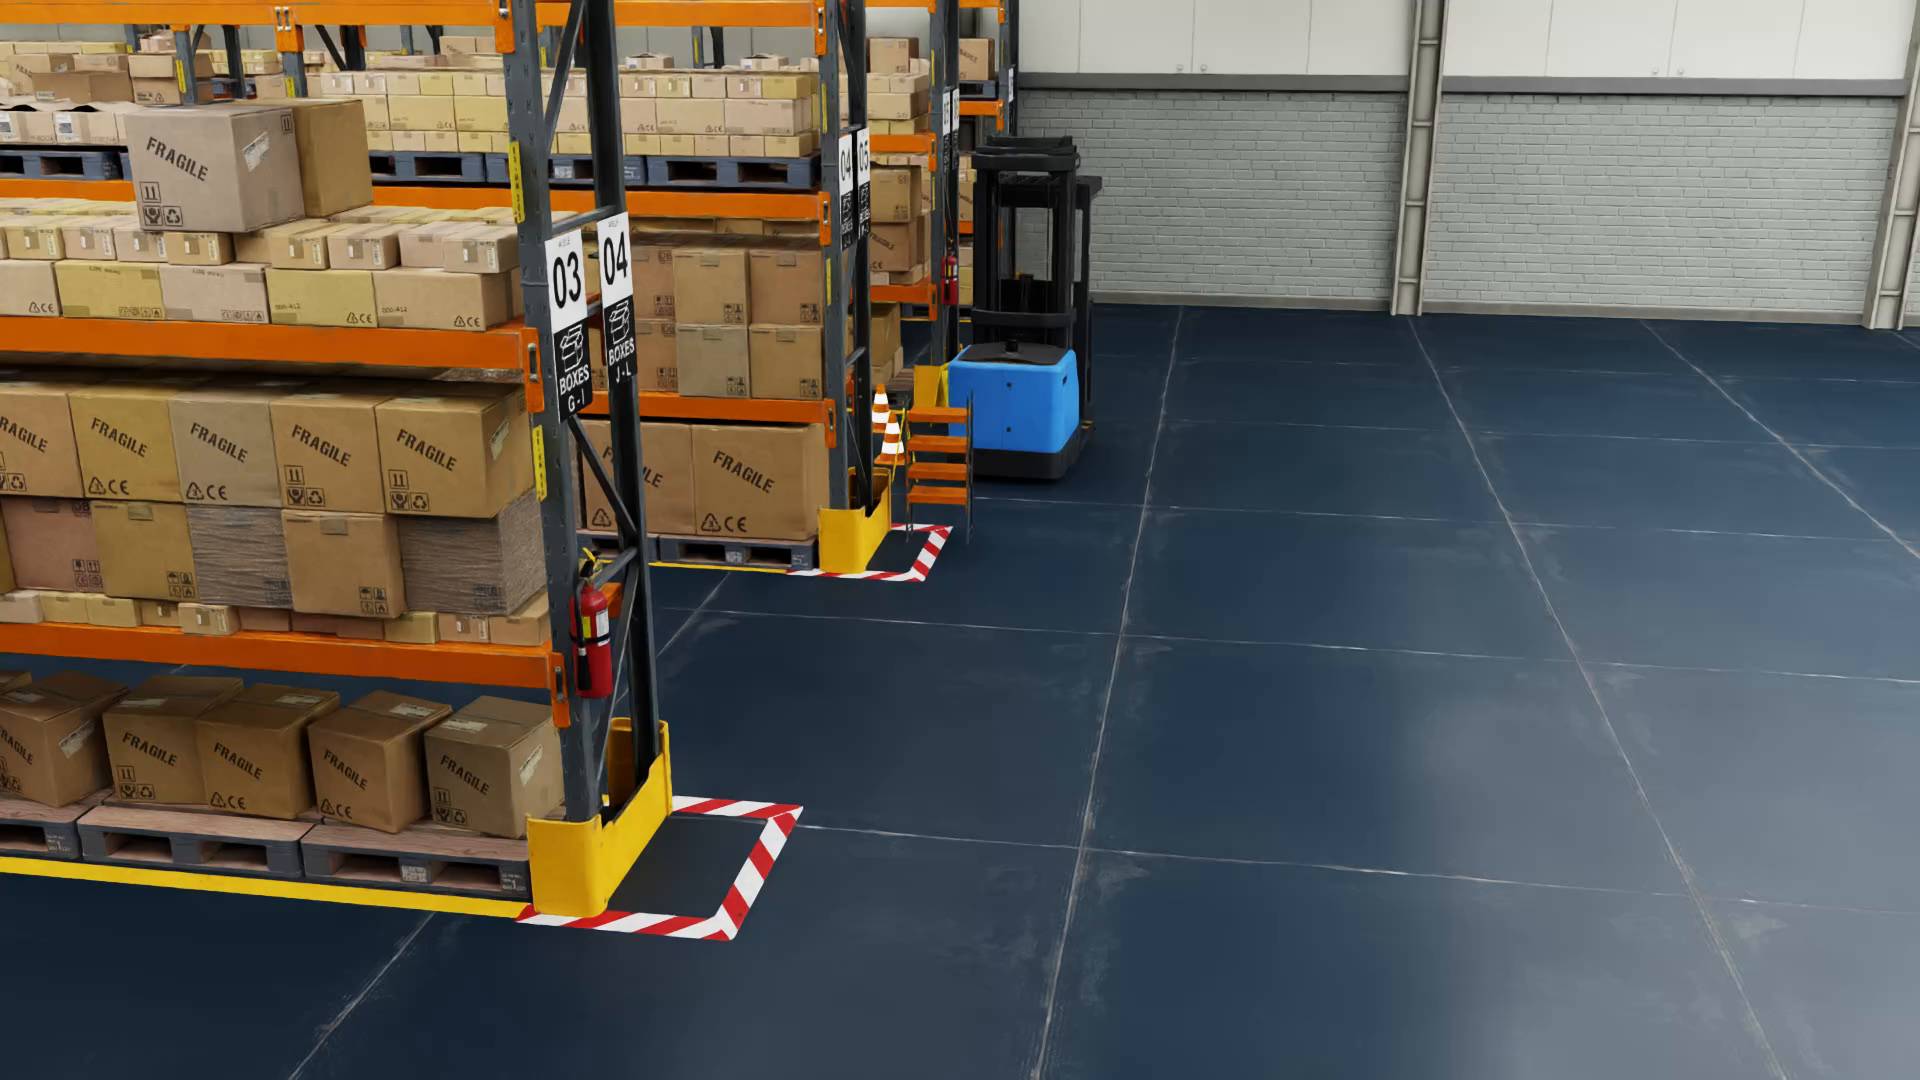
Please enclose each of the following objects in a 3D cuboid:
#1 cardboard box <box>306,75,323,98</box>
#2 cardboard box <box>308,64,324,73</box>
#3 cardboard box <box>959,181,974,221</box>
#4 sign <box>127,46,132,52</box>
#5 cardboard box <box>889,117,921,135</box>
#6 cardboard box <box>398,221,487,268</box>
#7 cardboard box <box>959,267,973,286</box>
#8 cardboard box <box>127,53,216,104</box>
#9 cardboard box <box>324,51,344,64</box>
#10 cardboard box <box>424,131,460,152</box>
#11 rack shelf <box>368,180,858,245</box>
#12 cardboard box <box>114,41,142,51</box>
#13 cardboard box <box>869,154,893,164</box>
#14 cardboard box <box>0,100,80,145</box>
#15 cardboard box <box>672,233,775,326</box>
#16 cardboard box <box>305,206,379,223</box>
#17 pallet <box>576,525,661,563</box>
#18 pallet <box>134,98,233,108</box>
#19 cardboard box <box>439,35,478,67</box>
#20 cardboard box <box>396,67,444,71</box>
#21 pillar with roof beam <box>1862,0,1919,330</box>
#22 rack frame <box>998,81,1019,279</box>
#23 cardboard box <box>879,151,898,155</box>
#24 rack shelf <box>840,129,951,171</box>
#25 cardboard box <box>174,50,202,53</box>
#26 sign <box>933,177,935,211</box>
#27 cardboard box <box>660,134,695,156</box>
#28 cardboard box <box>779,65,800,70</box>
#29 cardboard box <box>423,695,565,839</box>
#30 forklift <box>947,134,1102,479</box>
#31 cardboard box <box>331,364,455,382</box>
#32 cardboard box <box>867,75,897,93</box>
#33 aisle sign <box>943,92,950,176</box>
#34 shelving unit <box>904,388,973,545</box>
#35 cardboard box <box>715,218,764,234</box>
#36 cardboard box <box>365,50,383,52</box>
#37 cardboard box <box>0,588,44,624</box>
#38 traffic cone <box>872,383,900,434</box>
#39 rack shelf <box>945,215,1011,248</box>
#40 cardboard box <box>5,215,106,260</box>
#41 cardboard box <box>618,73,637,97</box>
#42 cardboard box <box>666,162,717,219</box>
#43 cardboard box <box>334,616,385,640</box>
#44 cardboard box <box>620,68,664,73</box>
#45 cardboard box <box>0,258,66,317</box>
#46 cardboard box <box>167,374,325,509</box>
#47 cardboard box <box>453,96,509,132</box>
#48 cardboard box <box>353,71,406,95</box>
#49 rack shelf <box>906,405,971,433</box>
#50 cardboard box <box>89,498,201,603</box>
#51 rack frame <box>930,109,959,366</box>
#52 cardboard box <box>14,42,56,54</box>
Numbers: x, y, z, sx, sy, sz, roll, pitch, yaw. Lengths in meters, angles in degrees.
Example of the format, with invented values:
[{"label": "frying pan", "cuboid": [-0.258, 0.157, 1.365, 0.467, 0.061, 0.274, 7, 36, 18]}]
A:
[{"label": "cardboard box", "cuboid": [-6.540, -4.718, 17.785, 0.637, 0.503, 0.797, 3, 19, 9]}, {"label": "cardboard box", "cuboid": [-8.654, -6.420, 22.642, 0.250, 0.149, 0.380, 3, 19, 9]}, {"label": "cardboard box", "cuboid": [0.104, -4.457, 21.737, 0.500, 0.500, 0.500, 3, 19, 7]}, {"label": "sign", "cuboid": [-11.295, -6.568, 22.663, 0.005, 0.325, 0.100, 3, 19, 9]}, {"label": "cardboard box", "cuboid": [-0.549, -4.145, 16.633, 0.250, 0.149, 0.380, 3, 19, 9]}, {"label": "cardboard box", "cuboid": [-2.286, -1.313, 7.381, 0.250, 0.149, 0.380, 2, 19, 7]}, {"label": "cardboard box", "cuboid": [0.101, -3.525, 21.996, 0.500, 0.250, 0.500, 3, 19, 8]}, {"label": "cardboard box", "cuboid": [-8.447, -4.956, 17.837, 0.637, 0.503, 0.797, 2, 19, 5]}, {"label": "cardboard box", "cuboid": [-8.412, -6.545, 22.549, 0.250, 0.149, 0.380, 3, 19, 8]}, {"label": "cardboard box", "cuboid": [-3.732, -2.944, 12.223, 0.250, 0.149, 0.380, 3, 19, 8]}, {"label": "rack shelf", "cuboid": [-2.812, -2.538, 12.566, 4.000, 0.370, 1.077, 3, 19, 9]}, {"label": "cardboard box", "cuboid": [-11.660, -6.914, 23.492, 0.500, 0.250, 0.500, 3, 19, 8]}, {"label": "cardboard box", "cuboid": [-1.032, -4.948, 21.714, 0.250, 0.149, 0.380, 3, 19, 10]}, {"label": "cardboard box", "cuboid": [-7.055, -3.229, 12.819, 0.500, 0.311, 0.500, 3, 19, 8]}, {"label": "cardboard box", "cuboid": [-1.755, -1.968, 12.520, 0.550, 0.550, 0.875, 3, 19, 9]}, {"label": "cardboard box", "cuboid": [-2.966, -1.500, 7.941, 0.250, 0.149, 0.380, 3, 19, 9]}, {"label": "pallet", "cuboid": [-2.841, -0.111, 13.302, 1.213, 0.211, 1.003, 3, 19, 9]}, {"label": "pallet", "cuboid": [-8.695, -4.663, 18.082, 1.003, 0.211, 1.213, 4, 19, 11]}, {"label": "cardboard box", "cuboid": [-6.591, -6.473, 22.217, 0.500, 0.500, 0.500, 3, 19, 9]}, {"label": "cardboard box", "cuboid": [-4.126, -3.554, 12.789, 0.250, 0.149, 0.380, 3, 19, 8]}, {"label": "pillar with roof beam", "cuboid": [11.252, -5.676, 16.086, 0.400, 9.000, 9.100, 3, 19, 9]}, {"label": "rack frame", "cuboid": [0.631, -4.467, 21.925, 0.127, 3.000, 1.000, 3, 19, 9]}, {"label": "cardboard box", "cuboid": [-0.932, -5.146, 22.306, 0.250, 0.149, 0.380, 2, 19, 7]}, {"label": "rack shelf", "cuboid": [-2.127, -4.093, 17.216, 4.000, 0.370, 1.077, 3, 19, 9]}, {"label": "cardboard box", "cuboid": [-10.473, -6.592, 22.657, 0.250, 0.149, 0.380, 3, 19, 8]}, {"label": "sign", "cuboid": [-0.260, -3.437, 16.526, 0.005, 0.325, 0.100, 3, 19, 9]}, {"label": "cardboard box", "cuboid": [-1.971, -2.855, 11.956, 0.250, 0.149, 0.380, 3, 19, 9]}, {"label": "cardboard box", "cuboid": [-2.164, -6.061, 21.541, 0.250, 0.149, 0.380, 3, 19, 10]}, {"label": "cardboard box", "cuboid": [-2.338, 1.143, 8.438, 0.500, 0.500, 0.500, 7, 20, 19]}, {"label": "forklift", "cuboid": [0.717, -2.357, 15.727, 1.130, 2.935, 3.031, 4, 19, 13]}, {"label": "cardboard box", "cuboid": [-2.716, -0.610, 8.196, 0.500, 0.500, 0.500, 3, 19, 9]}, {"label": "cardboard box", "cuboid": [-0.782, -4.542, 16.564, 0.250, 0.149, 0.380, 3, 19, 10]}, {"label": "aisle sign", "cuboid": [-0.137, -4.050, 16.584, 0.004, 0.787, 0.394, 3, 19, 9]}, {"label": "shelving unit", "cuboid": [-0.163, -0.577, 13.138, 0.503, 1.200, 0.258, 3, 19, 9]}, {"label": "cardboard box", "cuboid": [-2.216, -3.125, 17.290, 0.500, 0.500, 0.500, 3, 19, 9]}, {"label": "cardboard box", "cuboid": [-8.076, -6.690, 22.981, 0.250, 0.149, 0.380, 3, 19, 8]}, {"label": "cardboard box", "cuboid": [-4.524, 0.272, 8.159, 0.250, 0.149, 0.380, 3, 19, 9]}, {"label": "traffic cone", "cuboid": [-0.781, -1.326, 16.536, 0.334, 0.463, 0.336, 3, 19, 9]}, {"label": "rack shelf", "cuboid": [-1.343, -4.226, 22.340, 4.000, 0.370, 1.077, 3, 19, 9]}, {"label": "cardboard box", "cuboid": [-4.108, -1.382, 7.586, 0.250, 0.149, 0.380, 3, 19, 8]}, {"label": "cardboard box", "cuboid": [-2.479, -3.258, 11.906, 0.250, 0.149, 0.380, 3, 19, 8]}, {"label": "cardboard box", "cuboid": [-2.709, -3.619, 17.190, 0.500, 0.500, 0.700, 3, 19, 7]}, {"label": "cardboard box", "cuboid": [-2.784, 0.336, 7.967, 0.250, 0.149, 0.380, 3, 19, 9]}, {"label": "cardboard box", "cuboid": [-2.372, -3.464, 12.522, 0.250, 0.149, 0.380, 3, 19, 8]}, {"label": "cardboard box", "cuboid": [-4.258, -1.203, 7.681, 0.500, 0.250, 0.500, 2, 19, 6]}, {"label": "cardboard box", "cuboid": [-3.294, -0.469, 7.775, 0.500, 0.500, 0.500, 3, 19, 9]}, {"label": "cardboard box", "cuboid": [-3.352, -3.133, 12.161, 0.500, 0.250, 0.500, 3, 19, 8]}, {"label": "cardboard box", "cuboid": [-4.229, -3.348, 12.173, 0.250, 0.149, 0.380, 3, 19, 8]}, {"label": "rack shelf", "cuboid": [-0.163, -0.950, 13.013, 0.480, 0.148, 0.258, 3, 19, 9]}, {"label": "cardboard box", "cuboid": [-3.754, -0.087, 8.208, 0.500, 0.500, 0.875, 3, 19, 9]}, {"label": "rack frame", "cuboid": [-0.152, -2.911, 17.277, 0.127, 3.000, 1.000, 3, 19, 9]}, {"label": "cardboard box", "cuboid": [-12.755, -6.801, 23.154, 0.500, 0.250, 0.500, 3, 19, 10]}]
